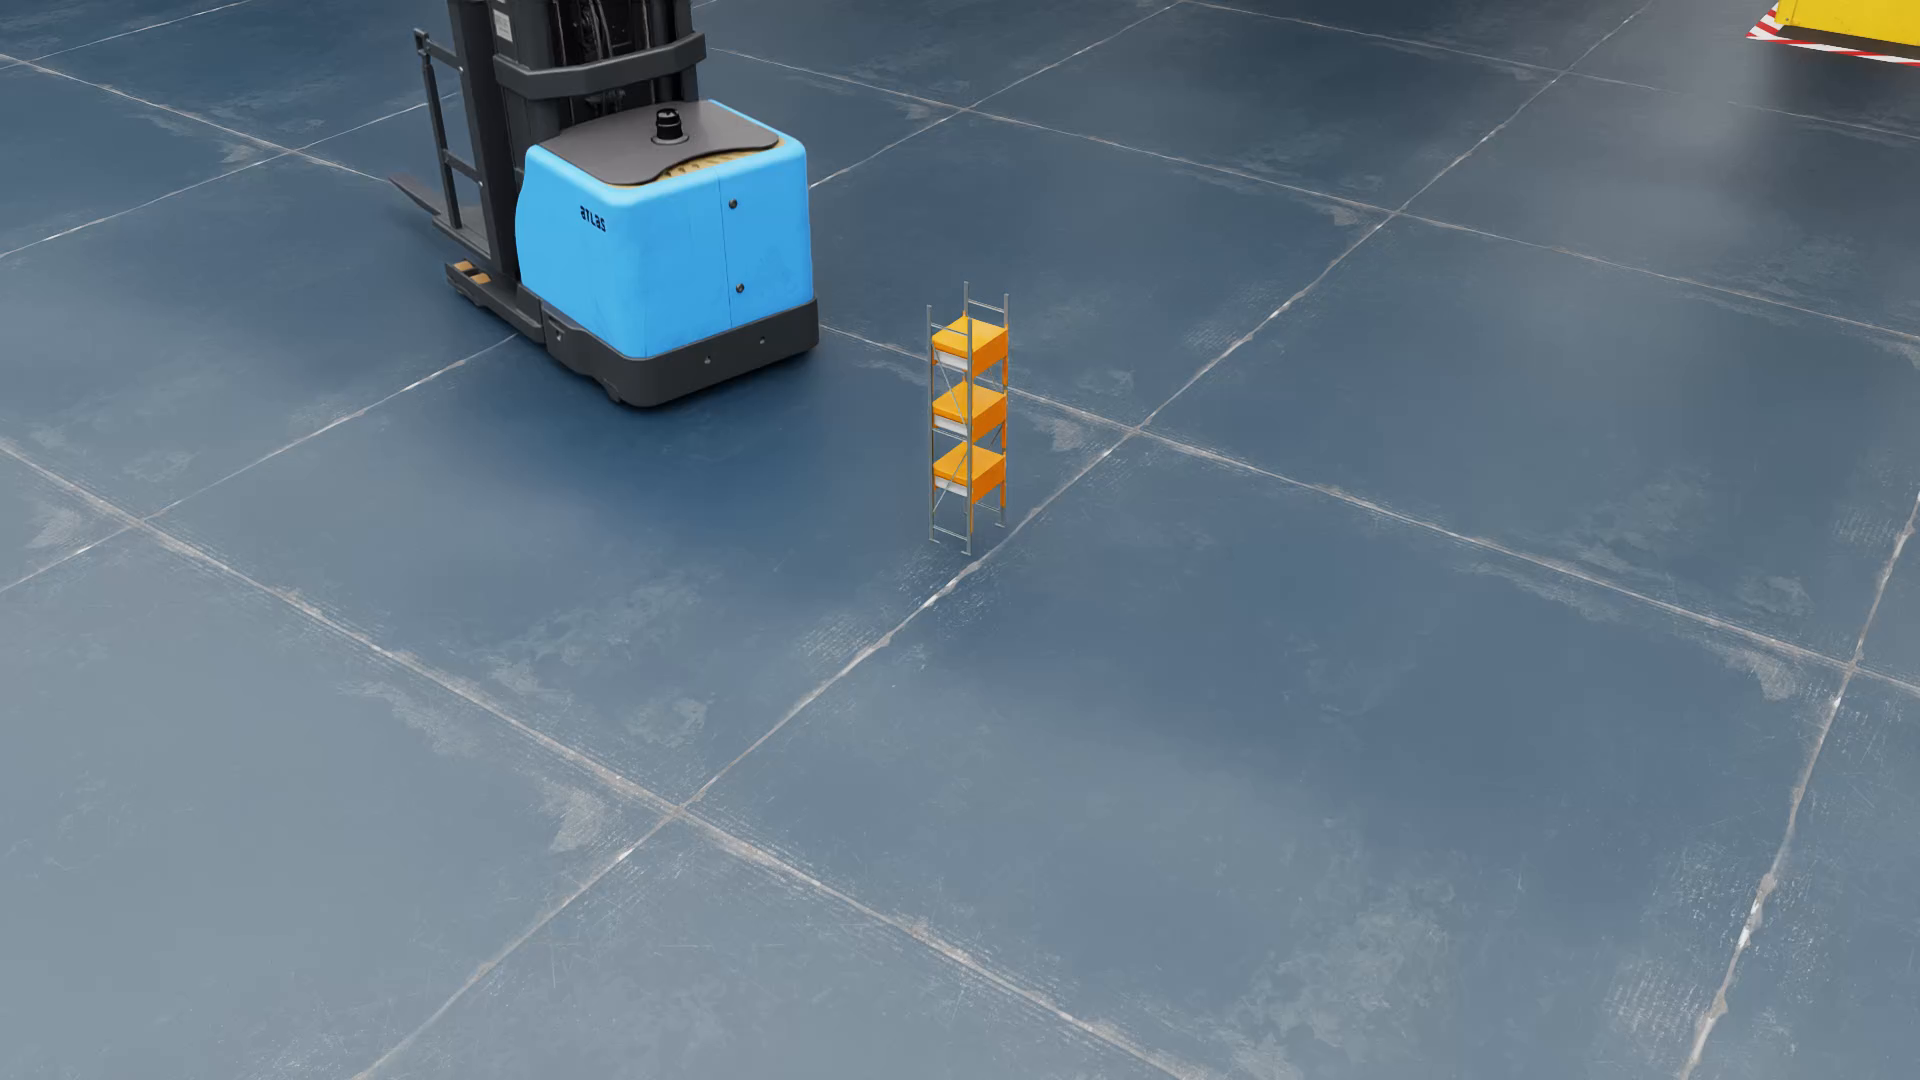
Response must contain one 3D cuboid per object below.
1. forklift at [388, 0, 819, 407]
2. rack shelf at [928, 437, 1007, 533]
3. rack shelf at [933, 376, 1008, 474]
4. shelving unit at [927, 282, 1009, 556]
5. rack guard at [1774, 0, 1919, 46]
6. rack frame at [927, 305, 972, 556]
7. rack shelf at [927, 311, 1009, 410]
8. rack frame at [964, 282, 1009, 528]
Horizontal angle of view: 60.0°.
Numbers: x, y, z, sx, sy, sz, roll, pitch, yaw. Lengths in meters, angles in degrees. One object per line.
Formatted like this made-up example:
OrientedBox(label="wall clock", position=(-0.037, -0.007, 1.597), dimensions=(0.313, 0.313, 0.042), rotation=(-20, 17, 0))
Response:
OrientedBox(label="forklift", position=(-2.012, -2.570, 7.934), dimensions=(1.130, 2.935, 3.031), rotation=(-25, 41, -32))
OrientedBox(label="rack shelf", position=(0.031, -0.221, 6.654), dimensions=(0.215, 0.259, 0.240), rotation=(21, 39, 28))
OrientedBox(label="rack shelf", position=(0.031, -0.451, 6.498), dimensions=(0.215, 0.259, 0.240), rotation=(21, 39, 28))
OrientedBox(label="shelving unit", position=(0.031, -0.460, 6.492), dimensions=(0.215, 1.050, 0.252), rotation=(21, 39, 28))
OrientedBox(label="rack guard", position=(6.684, -3.988, 12.201), dimensions=(1.175, 0.500, 0.348), rotation=(21, 39, 28))
OrientedBox(label="rack frame", position=(-0.039, -0.403, 6.409), dimensions=(0.200, 1.050, 0.008), rotation=(21, 39, 28))
OrientedBox(label="rack shelf", position=(0.031, -0.686, 6.339), dimensions=(0.215, 0.259, 0.240), rotation=(21, 39, 28))
OrientedBox(label="rack frame", position=(0.100, -0.516, 6.575), dimensions=(0.200, 1.050, 0.008), rotation=(21, 39, 28))
